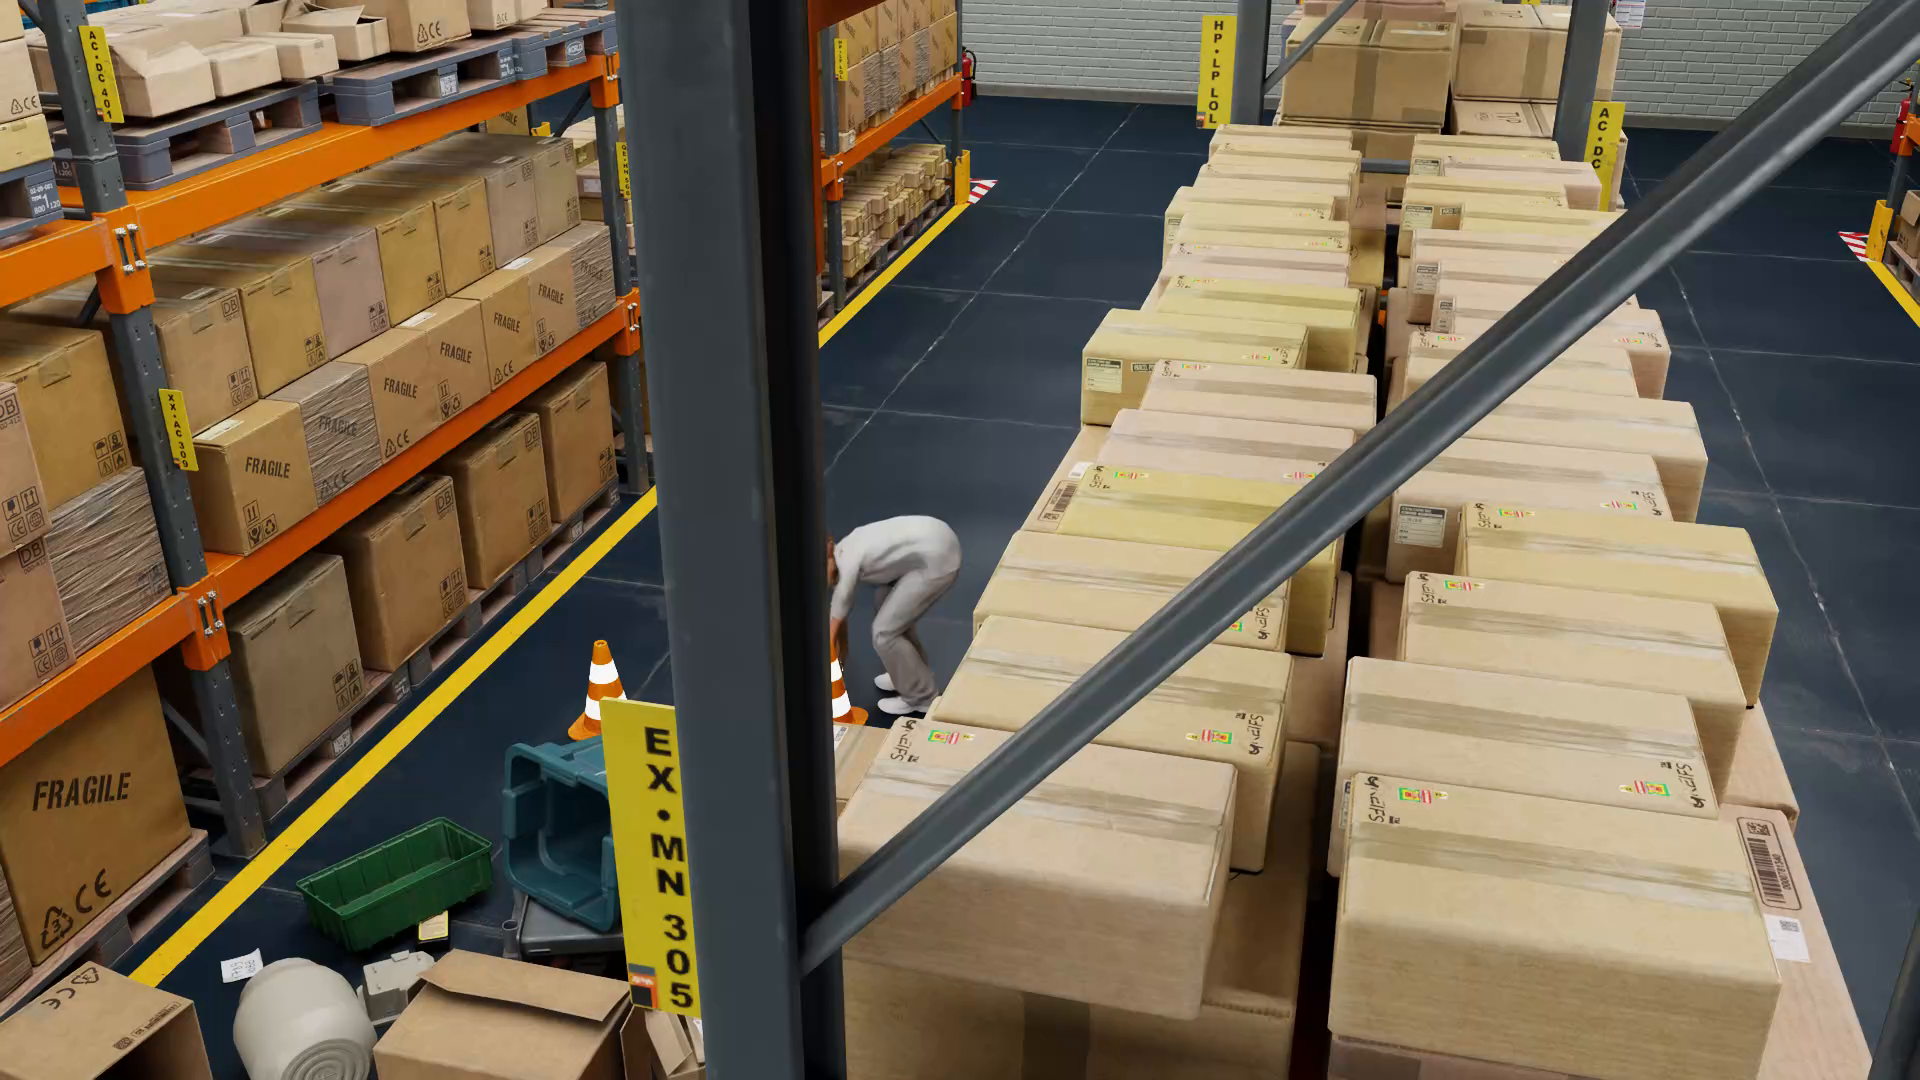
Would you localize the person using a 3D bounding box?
[{"bbox_3d":[-0.418,0.356,8.178,0.860,0.972,0.448,1,25,2],"label":"person"}]
